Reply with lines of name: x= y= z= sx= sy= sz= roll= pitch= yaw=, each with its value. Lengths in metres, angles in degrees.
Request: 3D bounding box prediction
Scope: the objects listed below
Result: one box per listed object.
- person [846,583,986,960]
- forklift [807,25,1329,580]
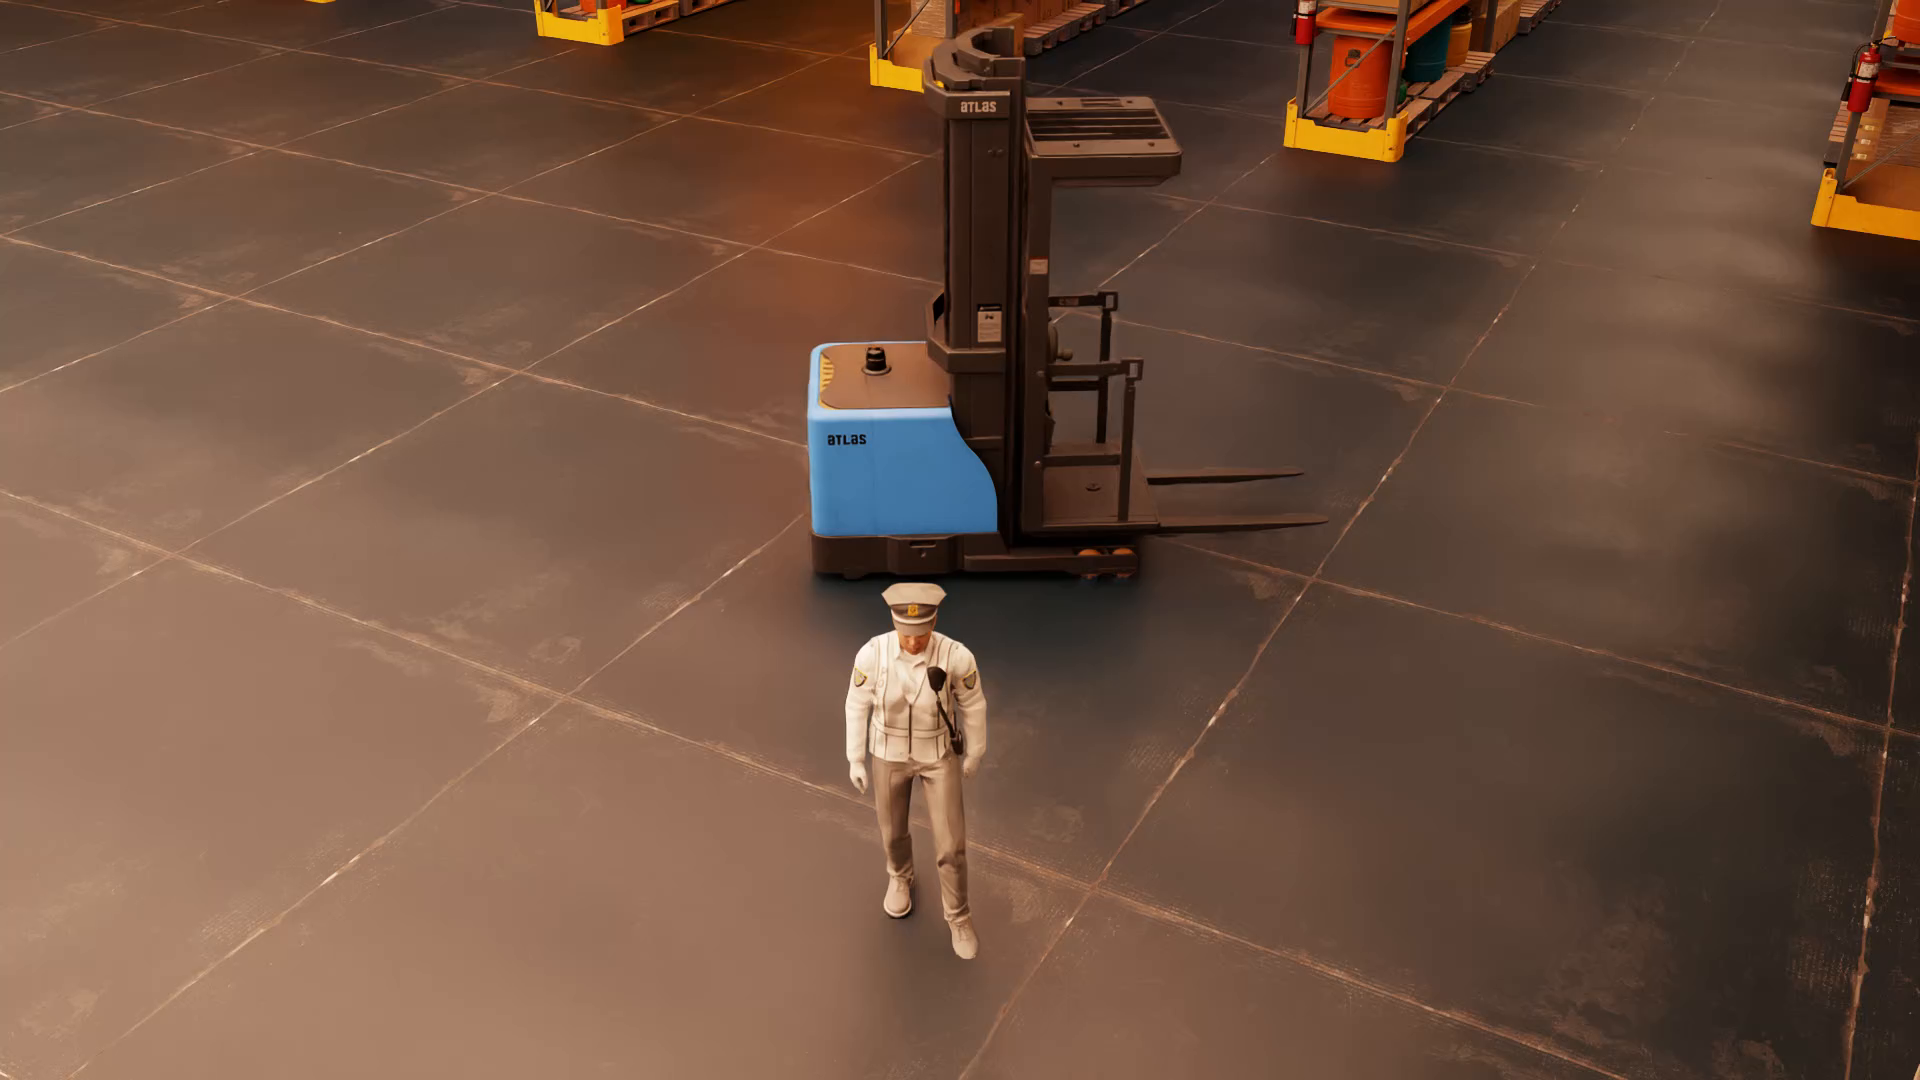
person: x=-0.185 y=0.926 z=6.786 sx=0.573 sy=1.701 sz=0.506 roll=3 pitch=30 yaw=5
forklift: x=0.636 y=-1.313 z=9.345 sx=3.031 sy=2.935 sz=1.130 roll=-2 pitch=30 yaw=-3
